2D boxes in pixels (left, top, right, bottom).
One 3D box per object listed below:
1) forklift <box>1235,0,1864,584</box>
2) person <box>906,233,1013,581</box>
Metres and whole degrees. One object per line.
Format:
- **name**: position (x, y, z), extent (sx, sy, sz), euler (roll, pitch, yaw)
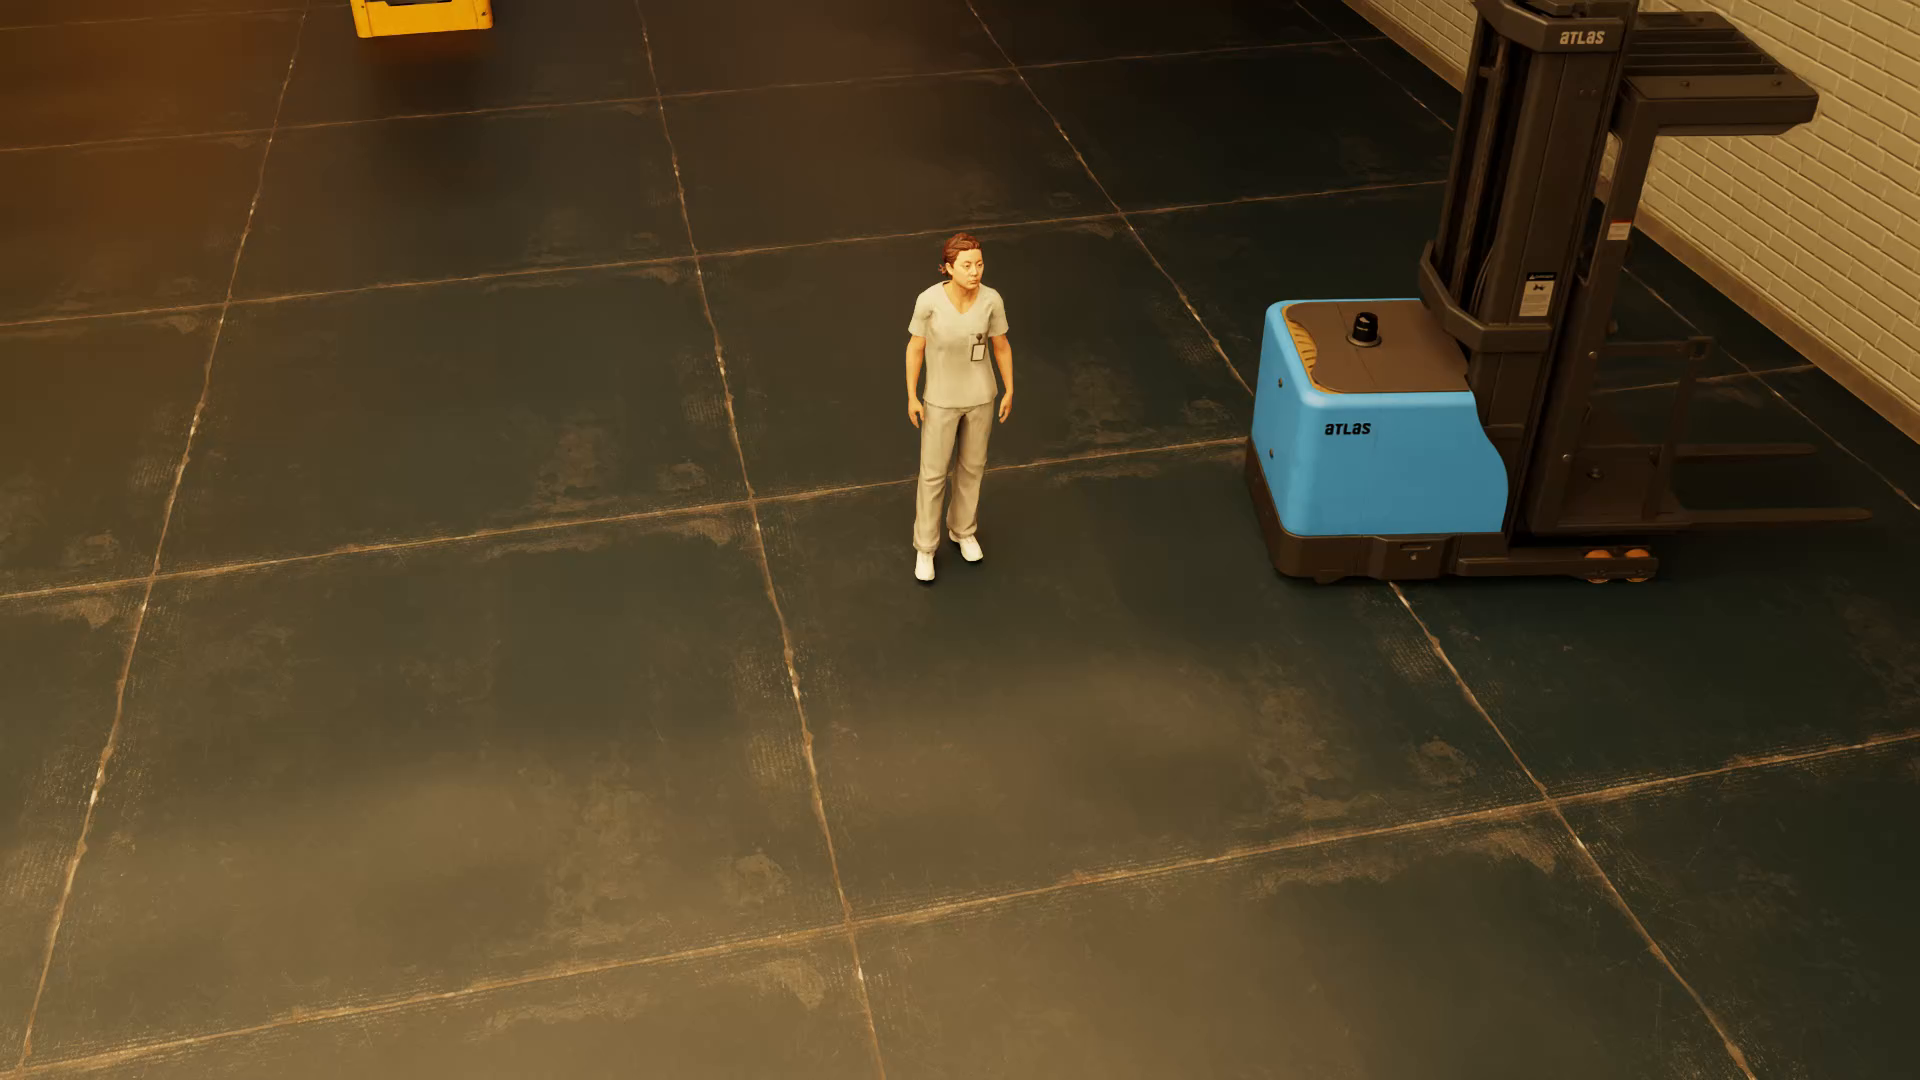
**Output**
- **forklift**: position (3.010, -1.284, 7.834), extent (3.031, 2.935, 1.130), euler (-1, 36, -2)
- **person**: position (0.004, -0.642, 8.005), extent (0.550, 1.675, 0.549), euler (-8, 36, -11)
